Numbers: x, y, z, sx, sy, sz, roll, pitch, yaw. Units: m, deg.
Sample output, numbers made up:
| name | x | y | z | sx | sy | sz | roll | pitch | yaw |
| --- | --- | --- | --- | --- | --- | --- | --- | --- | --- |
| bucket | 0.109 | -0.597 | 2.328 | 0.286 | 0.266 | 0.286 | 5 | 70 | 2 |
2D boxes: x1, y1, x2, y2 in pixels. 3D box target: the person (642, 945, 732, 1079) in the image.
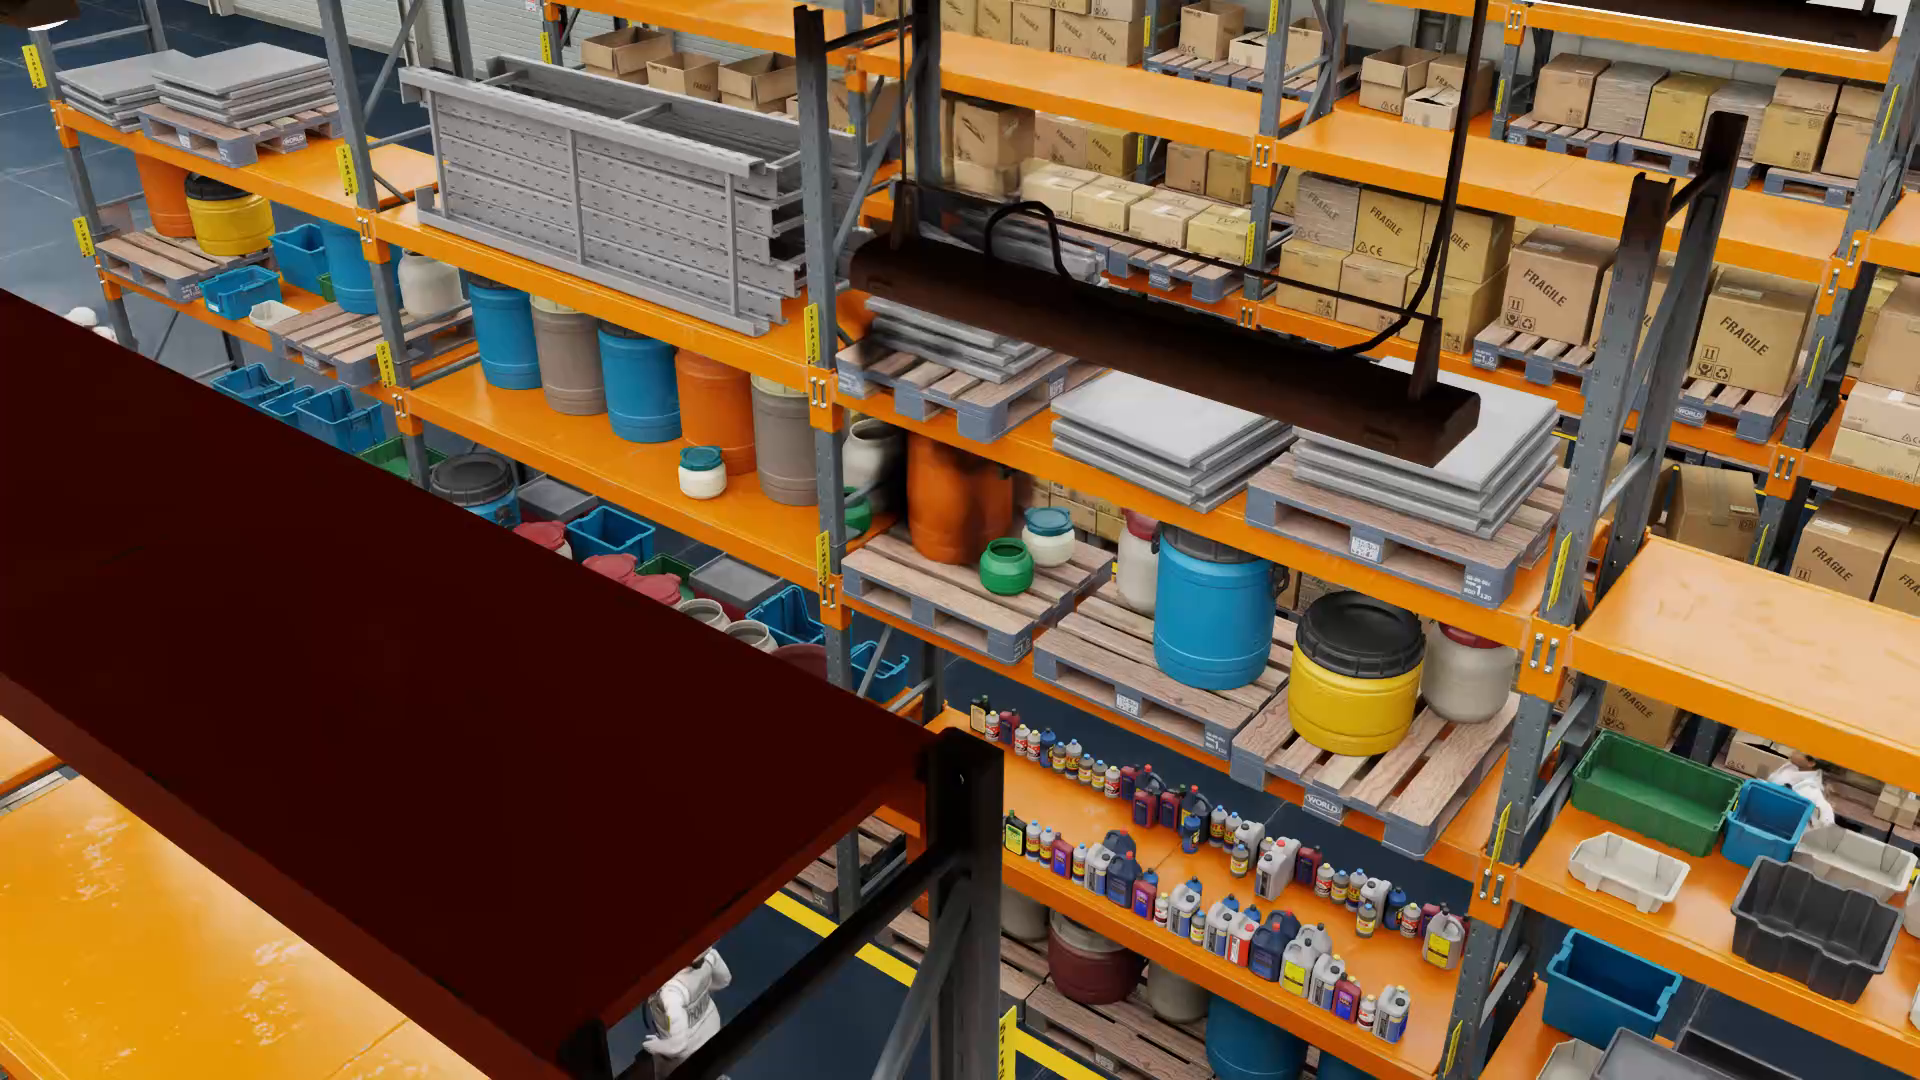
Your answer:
| name | x | y | z | sx | sy | sz | roll | pitch | yaw |
| --- | --- | --- | --- | --- | --- | --- | --- | --- | --- |
| person | -1.399 | 2.659 | 8.792 | 0.696 | 1.676 | 0.617 | 13 | 34 | 21 |

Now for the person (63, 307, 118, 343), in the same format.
| name | x | y | z | sx | sy | sz | roll | pitch | yaw |
| --- | --- | --- | --- | --- | --- | --- | --- | --- | --- |
| person | -8.176 | -1.417 | 15.904 | 0.859 | 1.753 | 0.712 | -7 | 32 | -12 |

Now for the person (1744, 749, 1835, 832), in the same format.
| name | x | y | z | sx | sy | sz | roll | pitch | yaw |
| --- | --- | --- | --- | --- | --- | --- | --- | --- | --- |
| person | 5.190 | 1.880 | 10.516 | 0.957 | 1.667 | 0.617 | 15 | 34 | 22 |
